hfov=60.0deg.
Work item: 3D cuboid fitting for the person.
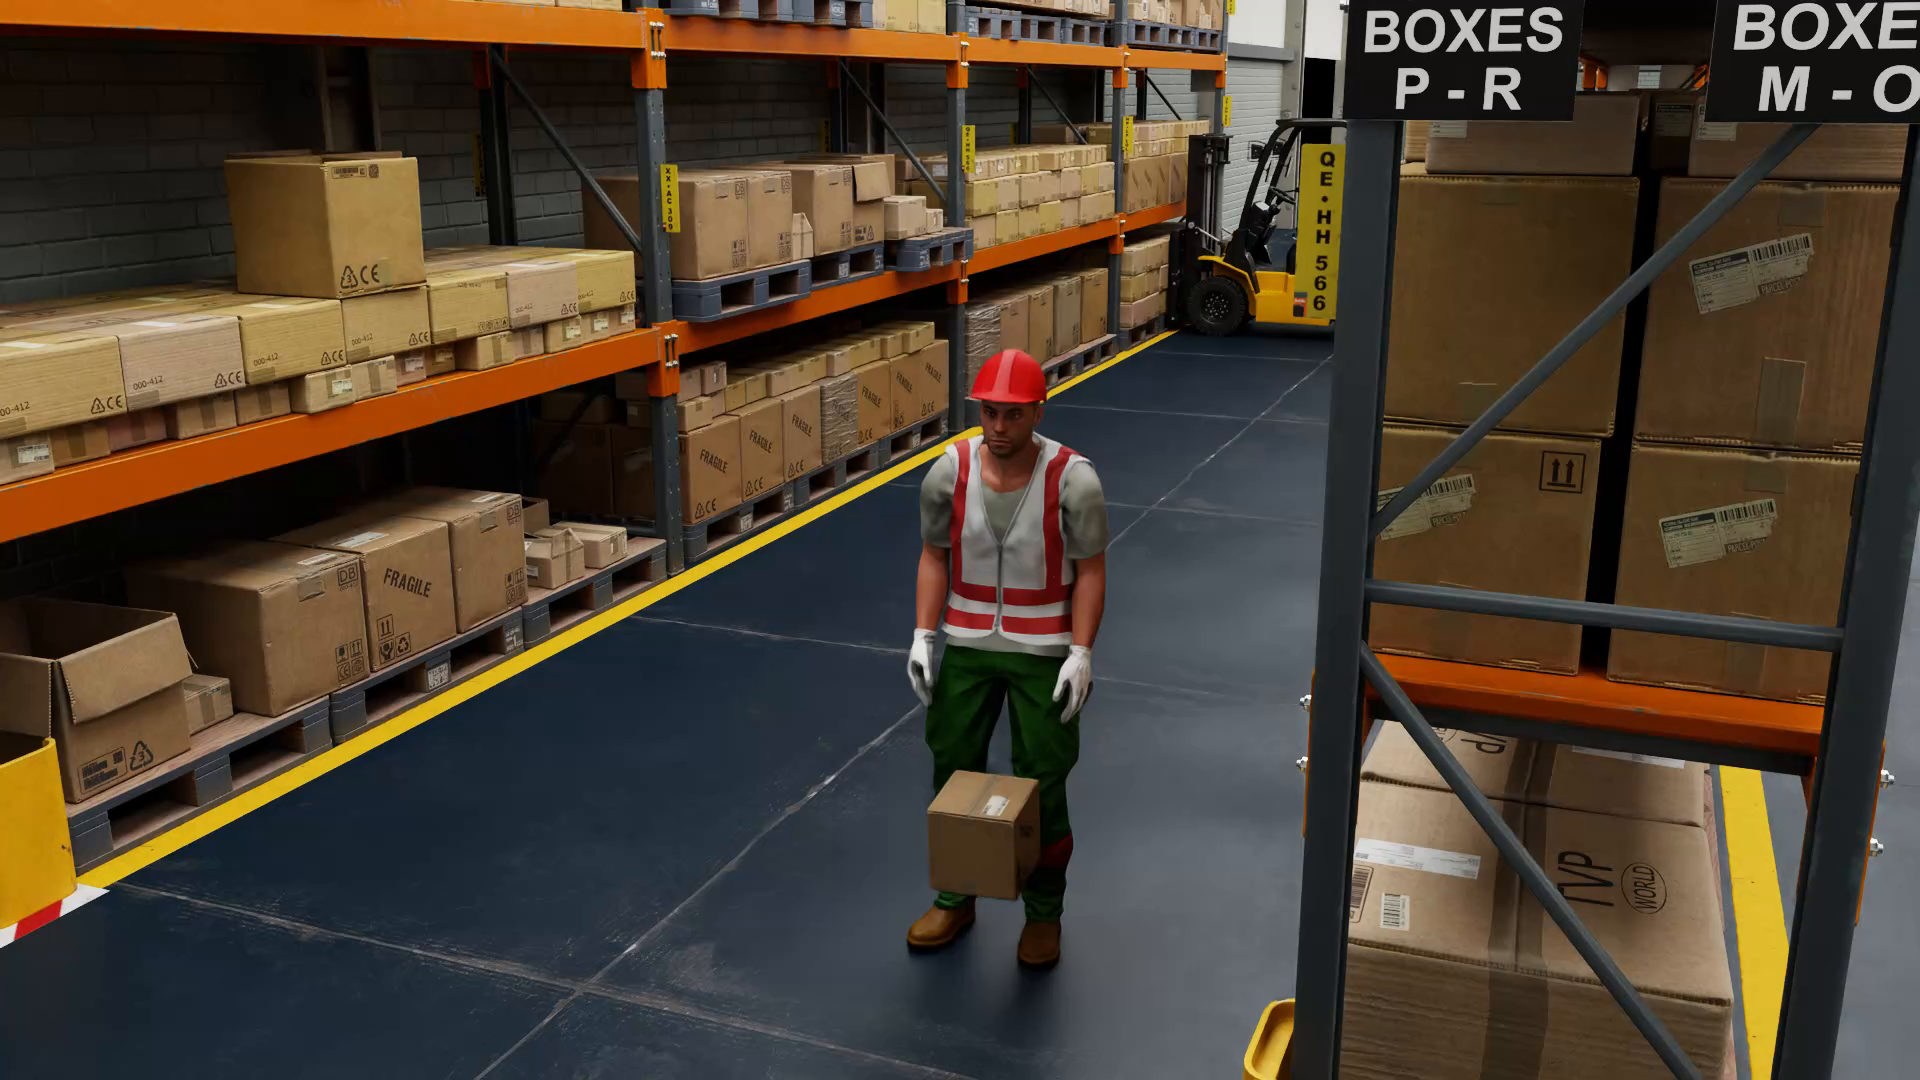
[{"bbox_3d":[0.136,0.332,4.768,0.555,1.784,0.422,5,16,17],"label":"person"}]
